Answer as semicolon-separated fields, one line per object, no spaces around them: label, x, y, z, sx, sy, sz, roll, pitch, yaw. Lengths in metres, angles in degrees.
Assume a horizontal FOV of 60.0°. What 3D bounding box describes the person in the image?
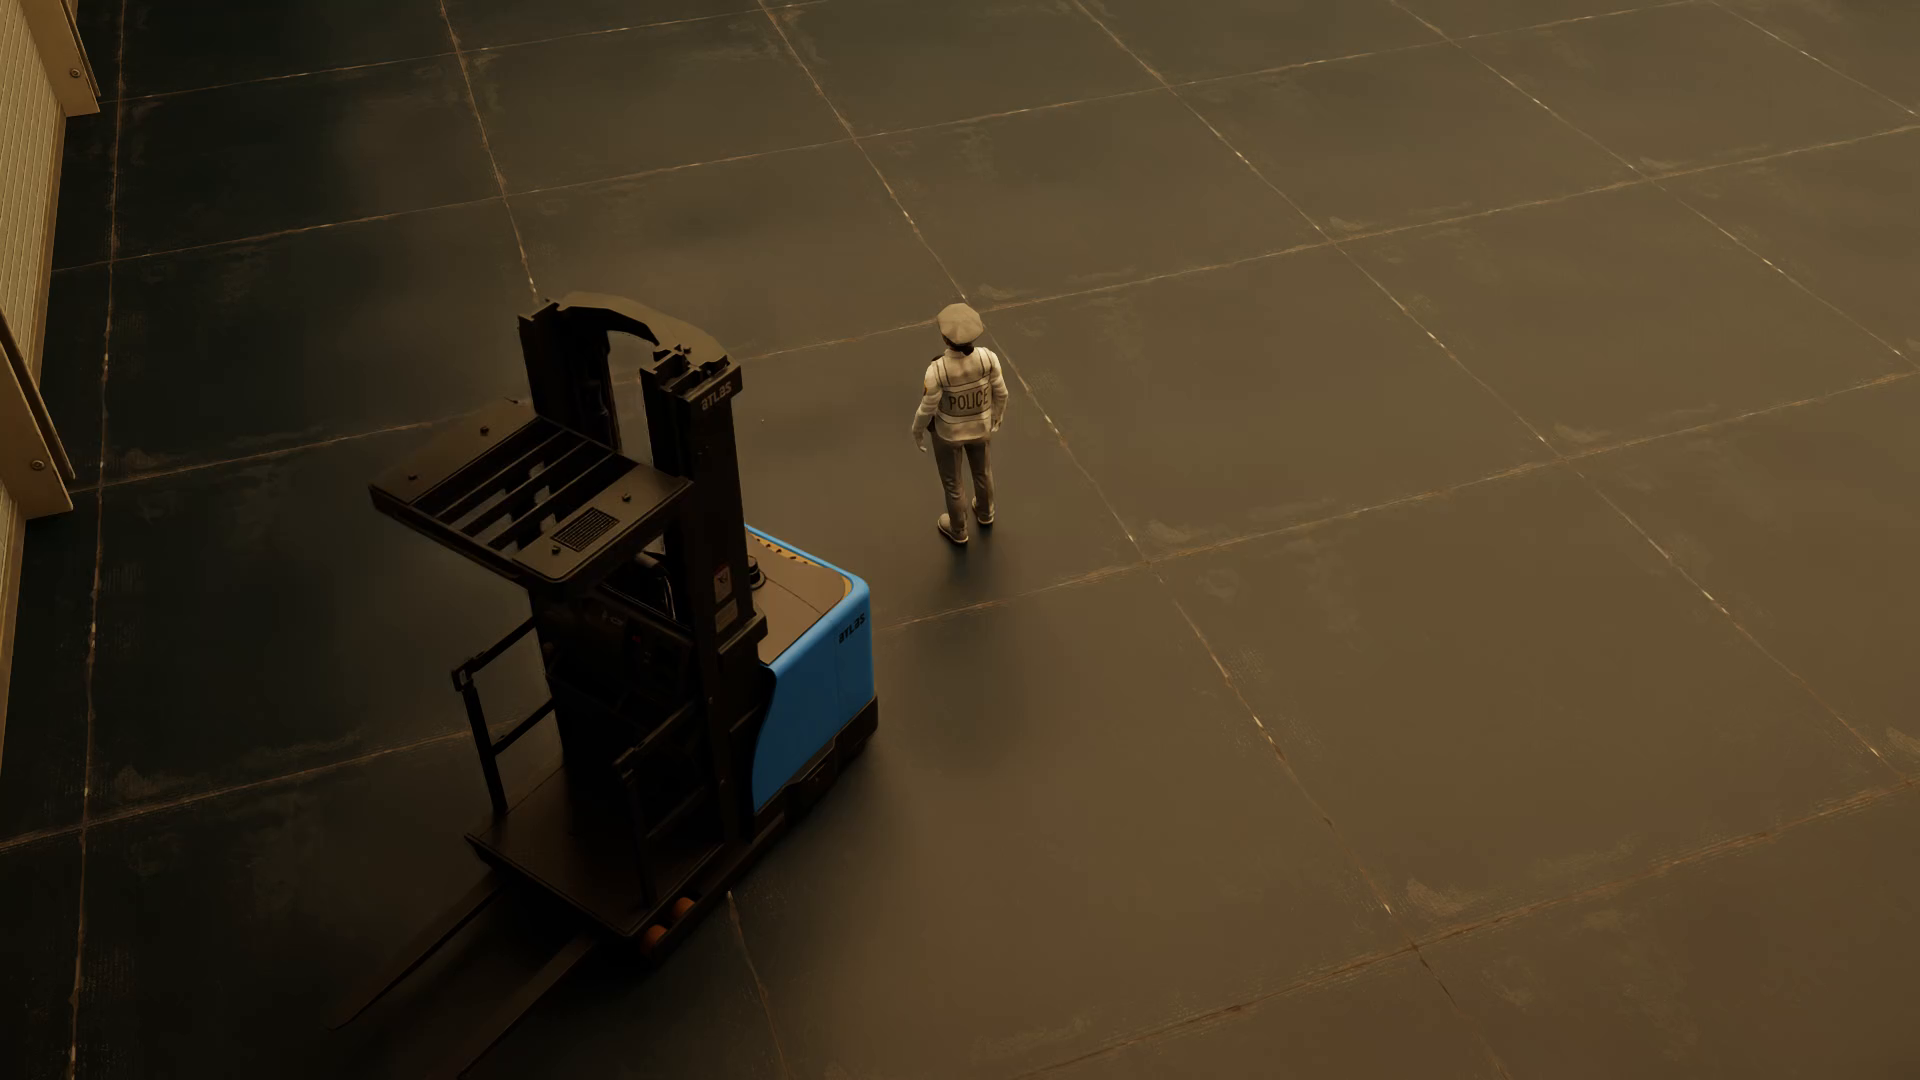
person;-0.017;-0.697;9.777;0.588;1.695;0.531;-13;42;-15

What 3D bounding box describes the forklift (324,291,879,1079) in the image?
forklift;-1.689;0.516;7.382;1.130;2.935;3.031;24;46;26
